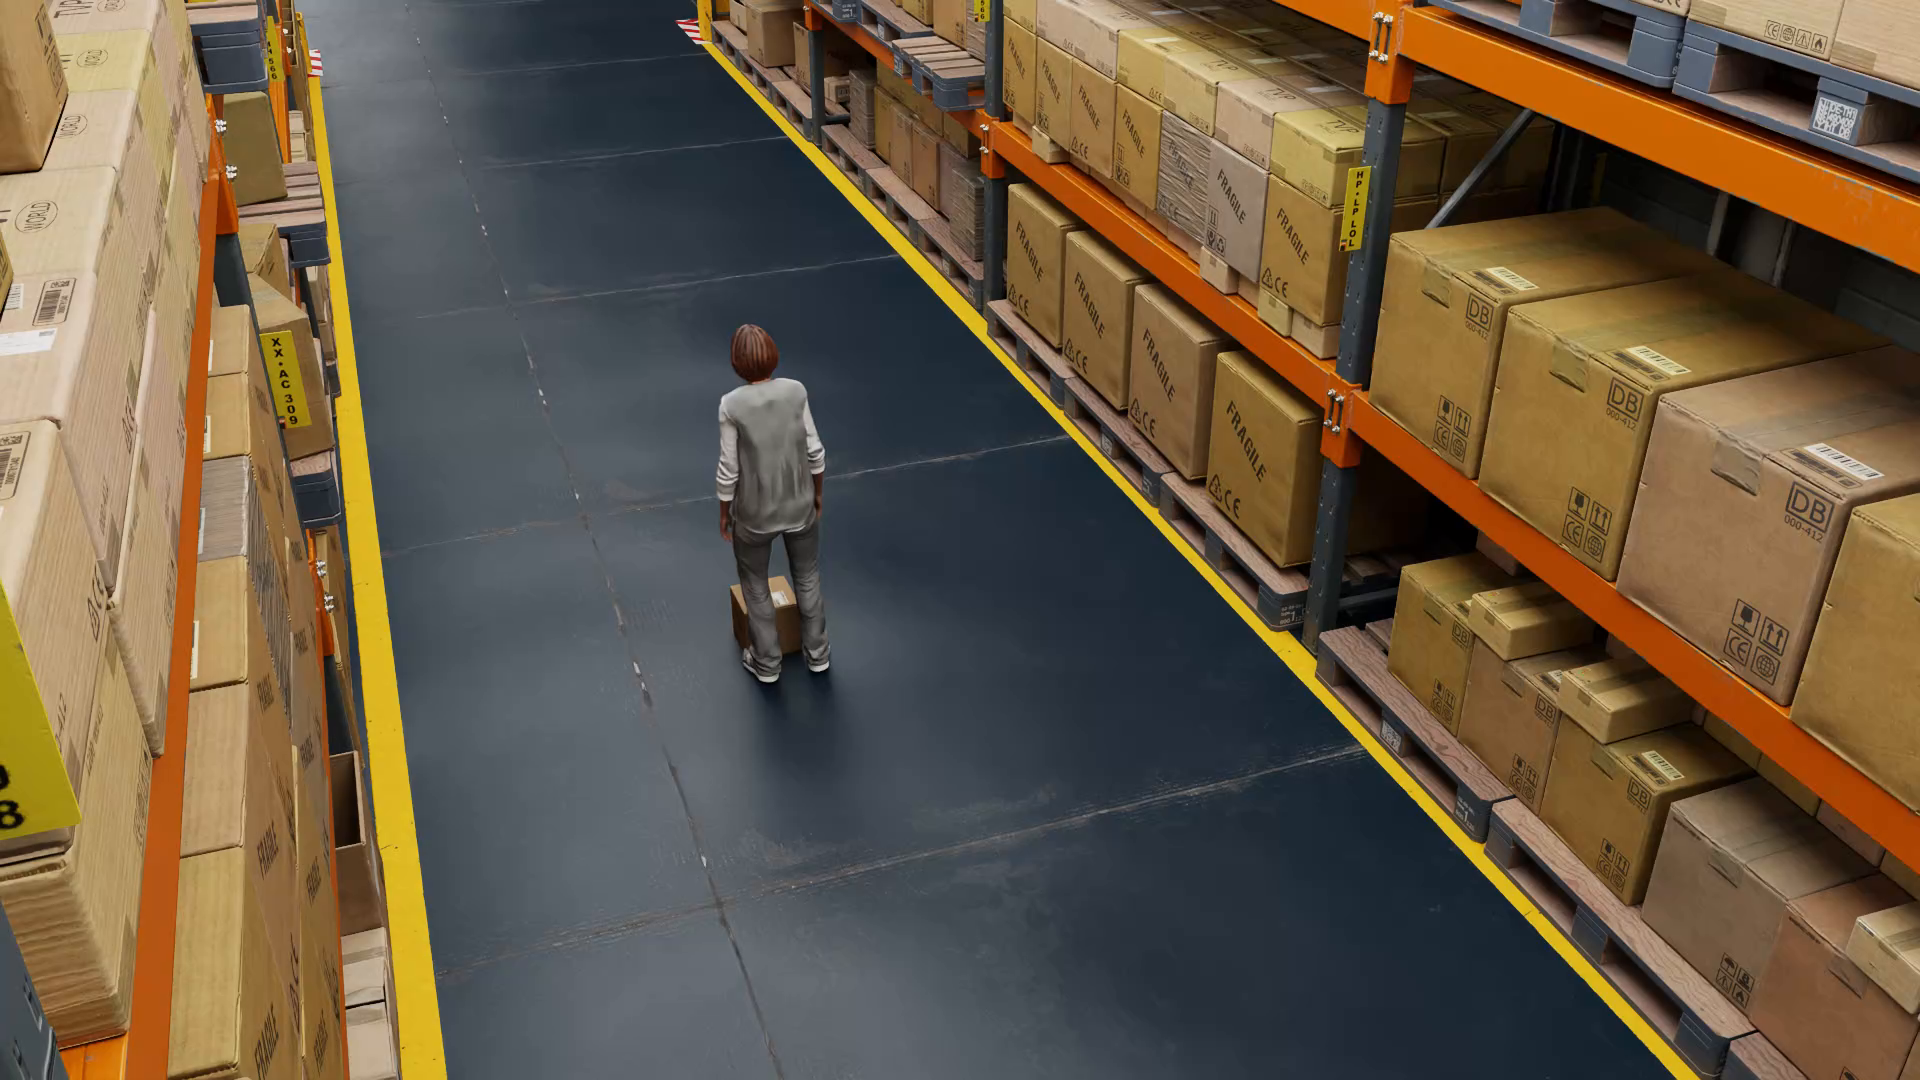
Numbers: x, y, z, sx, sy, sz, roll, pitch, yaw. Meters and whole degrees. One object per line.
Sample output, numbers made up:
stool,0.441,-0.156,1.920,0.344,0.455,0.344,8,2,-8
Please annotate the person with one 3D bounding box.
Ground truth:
person,-0.769,-0.122,6.851,0.478,1.592,0.348,-12,33,-20
